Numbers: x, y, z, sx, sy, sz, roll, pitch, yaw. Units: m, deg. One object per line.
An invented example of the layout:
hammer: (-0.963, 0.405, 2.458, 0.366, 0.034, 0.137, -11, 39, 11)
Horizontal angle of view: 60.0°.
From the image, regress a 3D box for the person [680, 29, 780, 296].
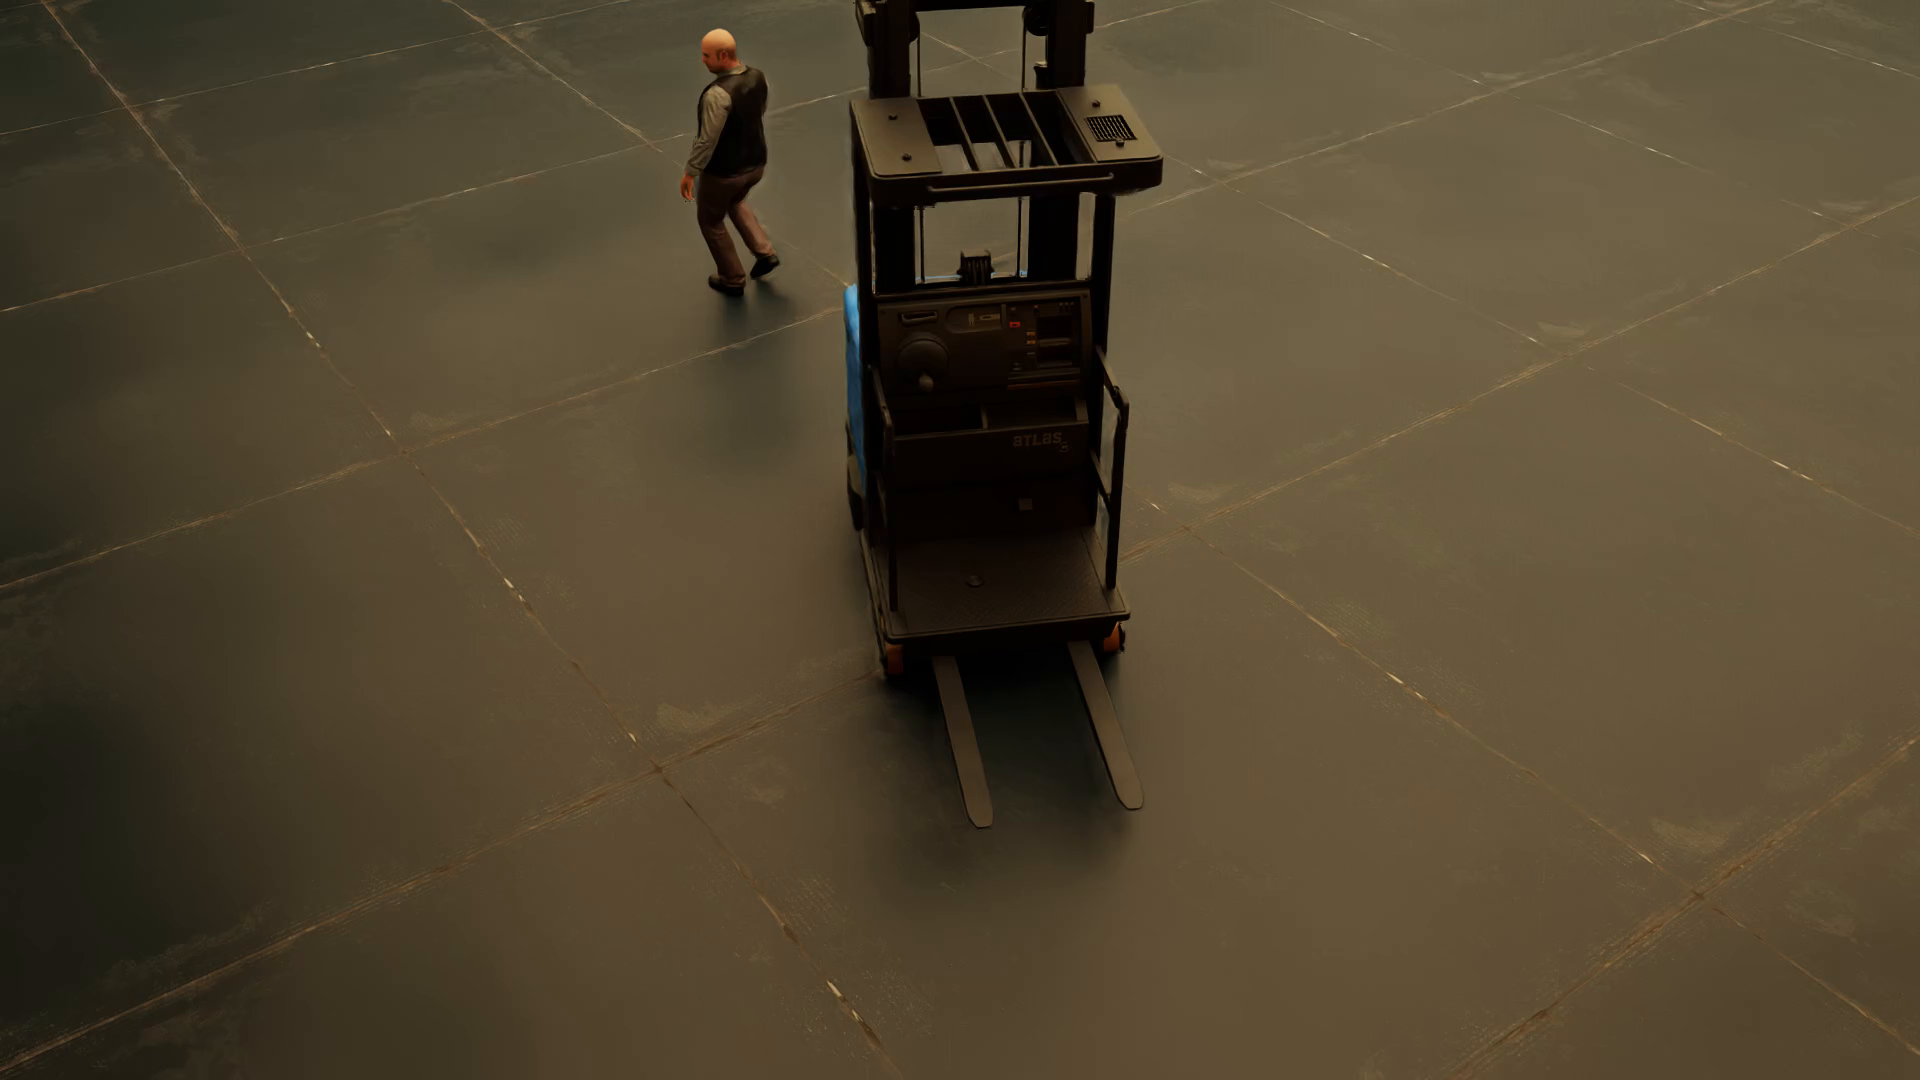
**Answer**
person: (-1.434, -2.253, 10.044, 0.481, 1.688, 0.760, 25, 43, 30)

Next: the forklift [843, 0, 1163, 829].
forklift: (0.147, -0.792, 7.015, 1.130, 2.935, 3.031, -6, 37, -8)
